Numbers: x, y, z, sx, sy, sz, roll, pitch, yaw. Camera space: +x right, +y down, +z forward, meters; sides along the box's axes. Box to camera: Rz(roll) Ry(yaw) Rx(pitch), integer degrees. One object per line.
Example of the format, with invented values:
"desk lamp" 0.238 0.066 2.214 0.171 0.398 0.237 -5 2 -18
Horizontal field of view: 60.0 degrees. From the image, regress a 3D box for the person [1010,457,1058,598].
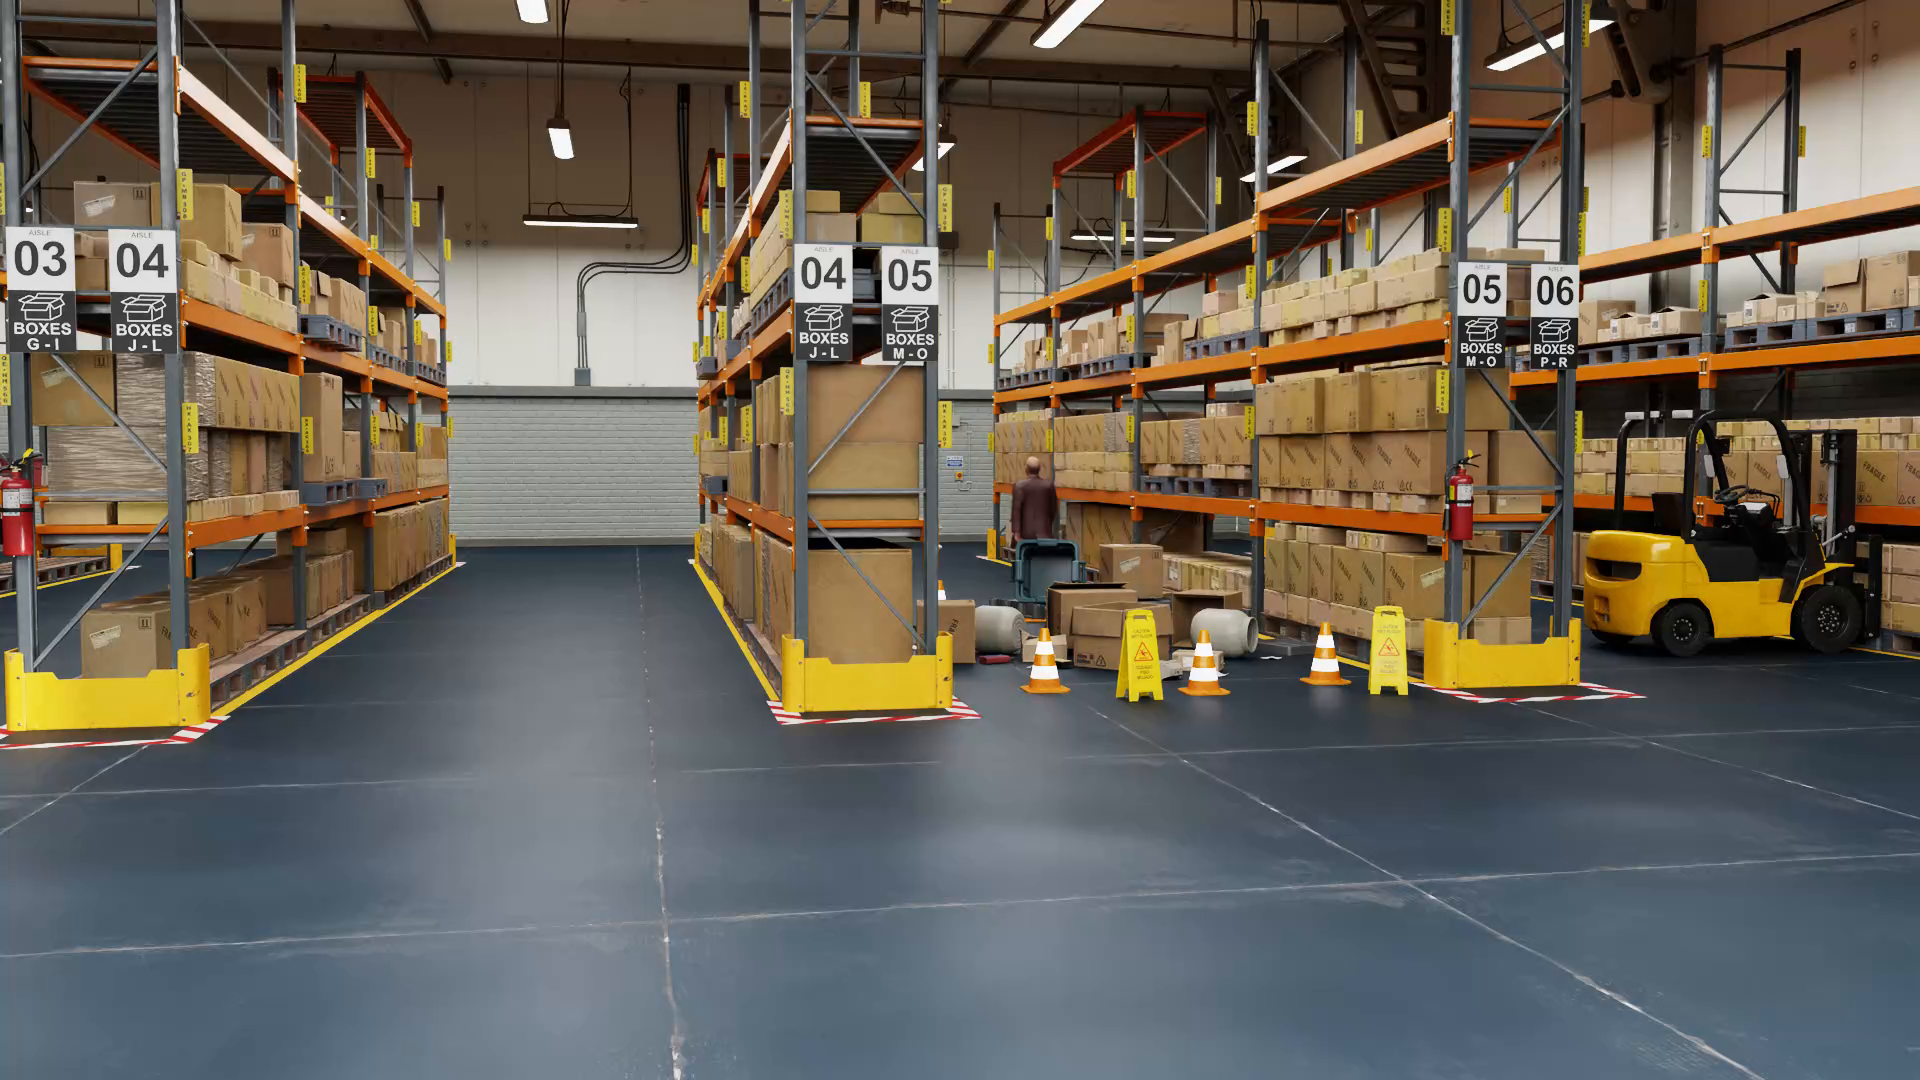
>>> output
"person" 0.858 -0.119 19.517 0.587 1.720 1.161 0 3 -8
